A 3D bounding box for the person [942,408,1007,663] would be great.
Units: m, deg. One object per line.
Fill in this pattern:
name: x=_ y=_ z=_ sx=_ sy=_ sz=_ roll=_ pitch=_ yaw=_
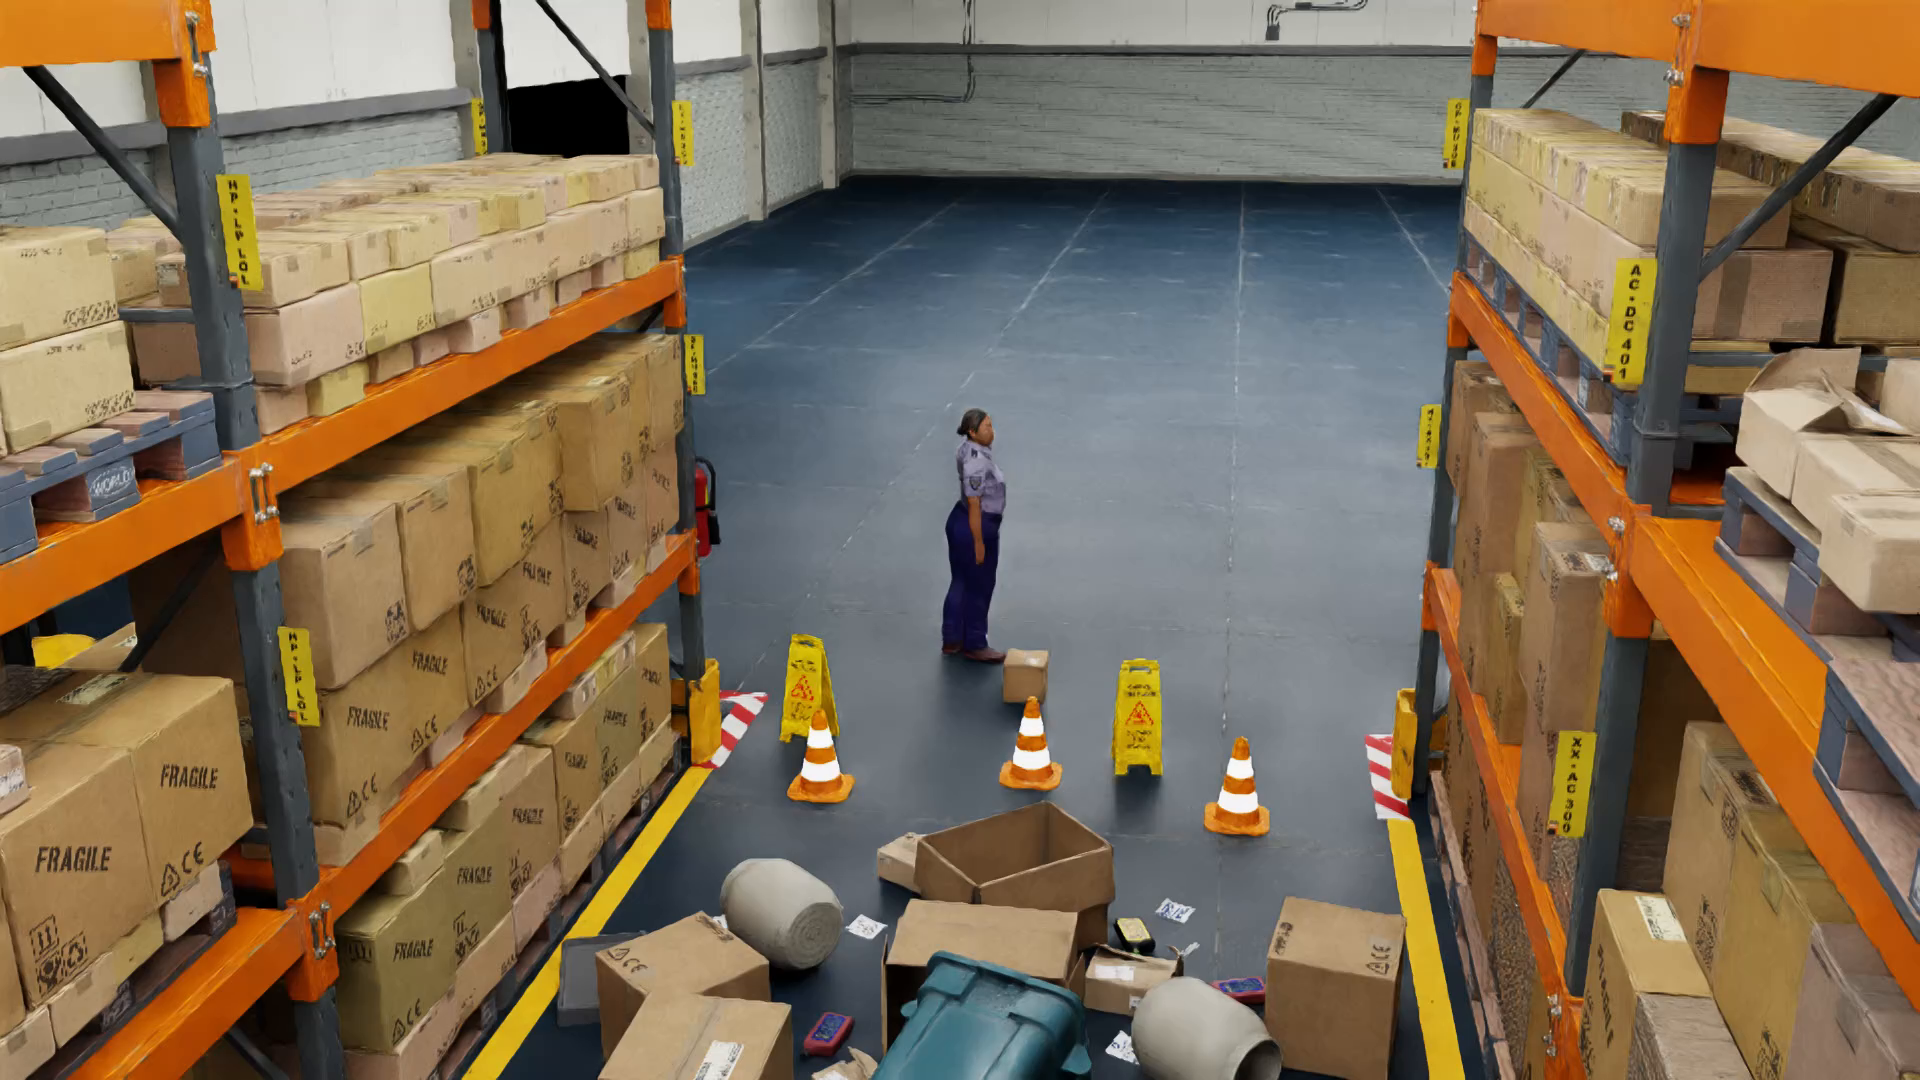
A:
person: x=0.078 y=-0.039 z=10.685 sx=0.407 sy=1.660 sz=0.494 roll=-5 pitch=19 yaw=-14
